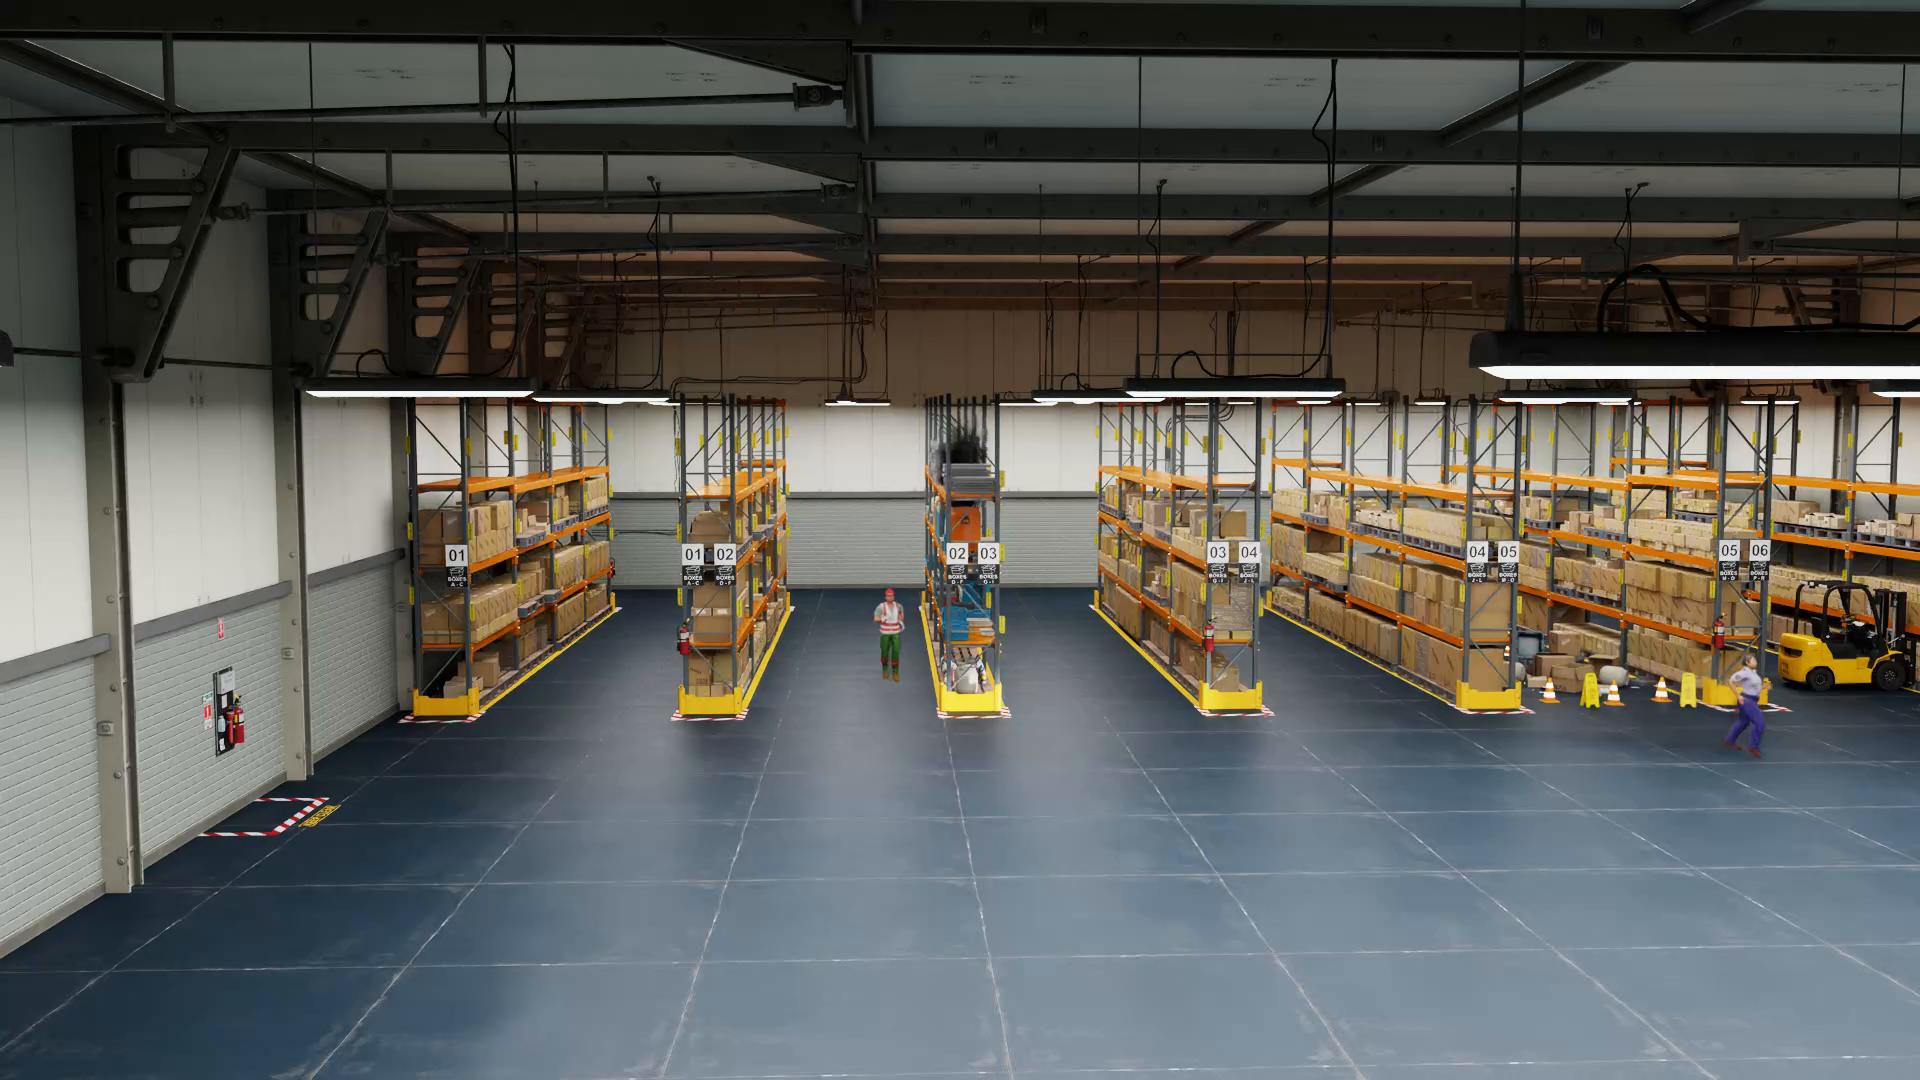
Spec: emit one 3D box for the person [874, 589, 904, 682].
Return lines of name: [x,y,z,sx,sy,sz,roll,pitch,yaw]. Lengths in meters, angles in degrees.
person: [-1.392,1.885,33.158,0.645,1.824,0.837,-1,5,-13]

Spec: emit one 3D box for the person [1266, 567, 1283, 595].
person: [9.350,1.028,49.155,0.595,1.693,0.674,2,5,21]

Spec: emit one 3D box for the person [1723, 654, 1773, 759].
person: [13.003,2.740,27.467,0.749,1.713,0.576,3,6,36]
